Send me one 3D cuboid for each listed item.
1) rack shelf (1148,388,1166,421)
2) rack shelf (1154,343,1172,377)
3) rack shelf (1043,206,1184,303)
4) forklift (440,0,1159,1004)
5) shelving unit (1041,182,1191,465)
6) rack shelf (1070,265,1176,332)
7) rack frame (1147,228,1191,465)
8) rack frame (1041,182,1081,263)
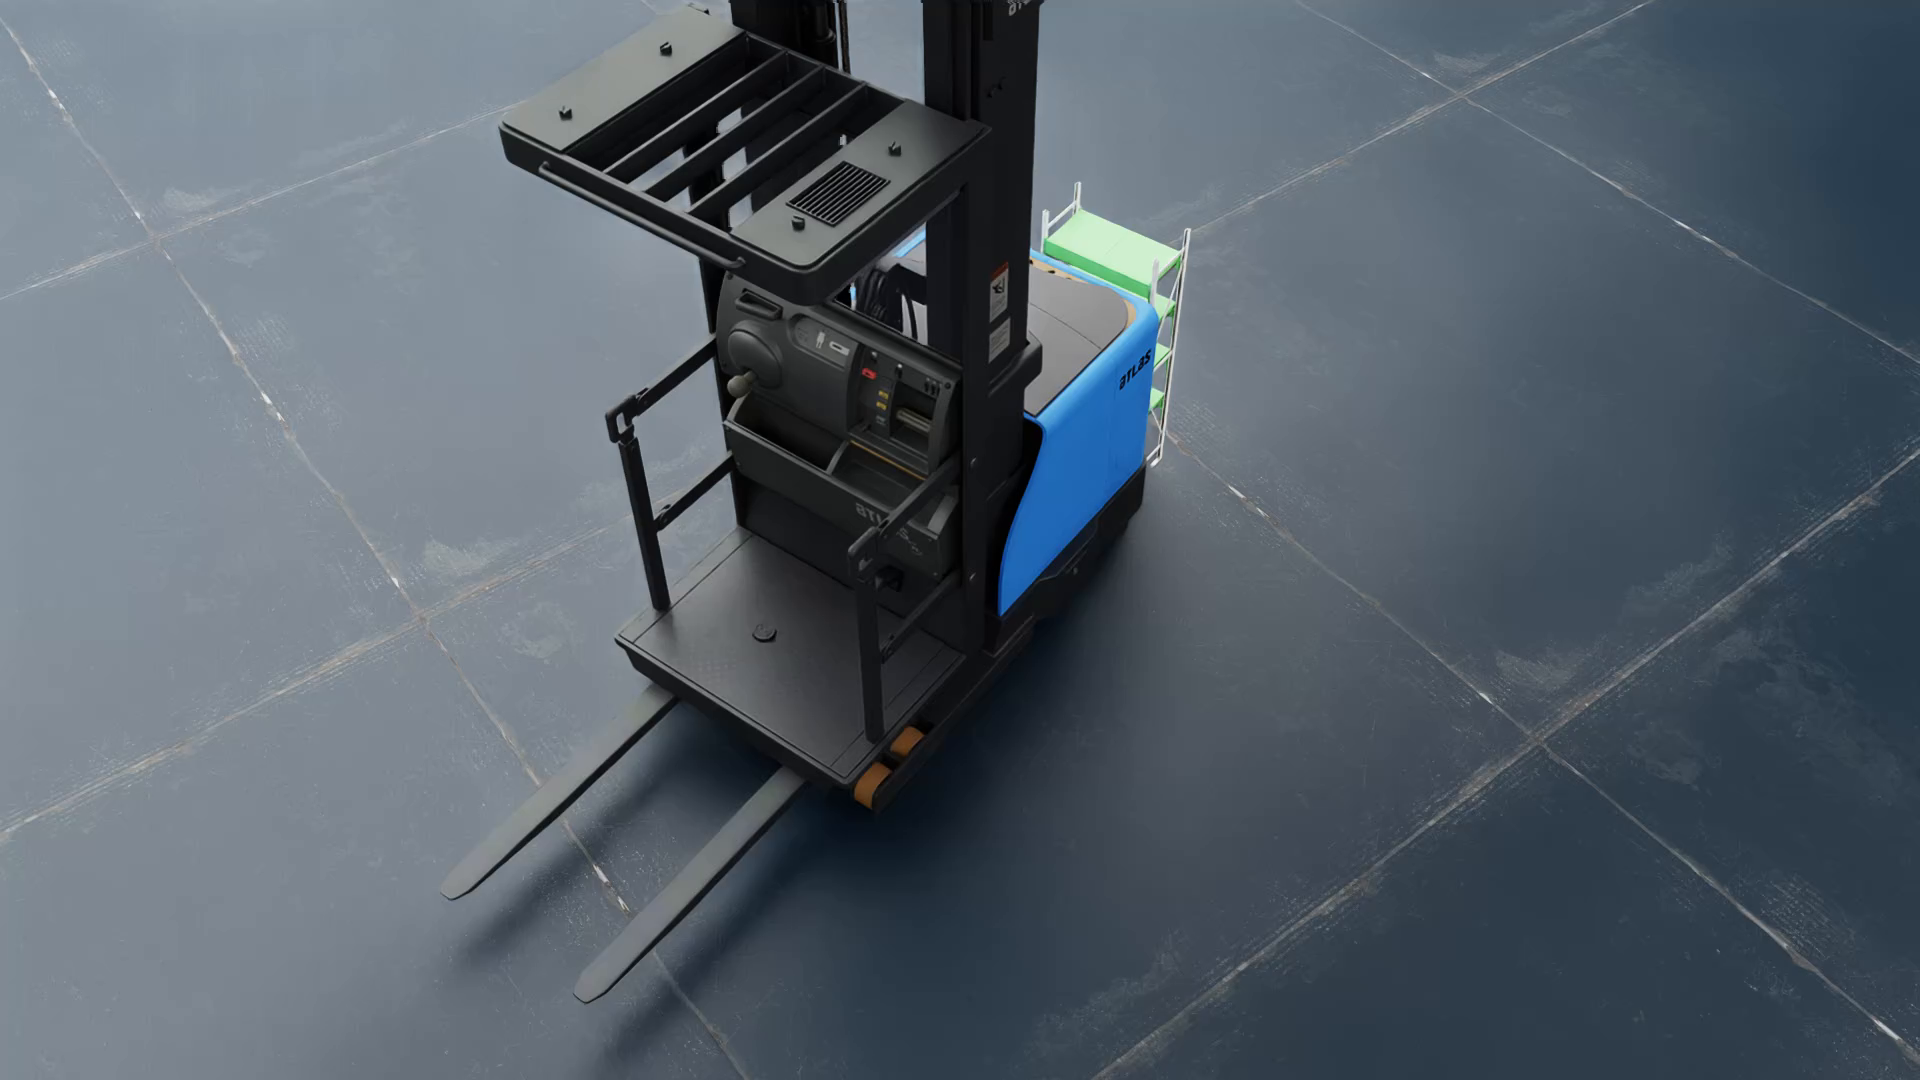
[{"bbox_3d":[0.584,-0.585,6.880,0.480,0.148,0.258,29,54,23],"label":"rack shelf"},{"bbox_3d":[0.584,-0.747,6.702,0.480,0.148,0.258,29,54,23],"label":"rack shelf"},{"bbox_3d":[0.584,-1.069,6.347,0.480,0.148,0.258,29,54,23],"label":"rack shelf"},{"bbox_3d":[-0.531,-0.449,5.177,1.130,2.935,3.031,29,54,23],"label":"forklift"},{"bbox_3d":[0.584,-0.790,6.655,0.503,1.200,0.258,29,54,23],"label":"shelving unit"},{"bbox_3d":[0.584,-0.908,6.524,0.480,0.148,0.258,29,54,23],"label":"rack shelf"},{"bbox_3d":[0.781,-0.683,6.558,0.015,1.200,0.240,29,54,23],"label":"rack frame"},{"bbox_3d":[0.387,-0.897,6.752,0.015,1.200,0.240,29,54,23],"label":"rack frame"}]
